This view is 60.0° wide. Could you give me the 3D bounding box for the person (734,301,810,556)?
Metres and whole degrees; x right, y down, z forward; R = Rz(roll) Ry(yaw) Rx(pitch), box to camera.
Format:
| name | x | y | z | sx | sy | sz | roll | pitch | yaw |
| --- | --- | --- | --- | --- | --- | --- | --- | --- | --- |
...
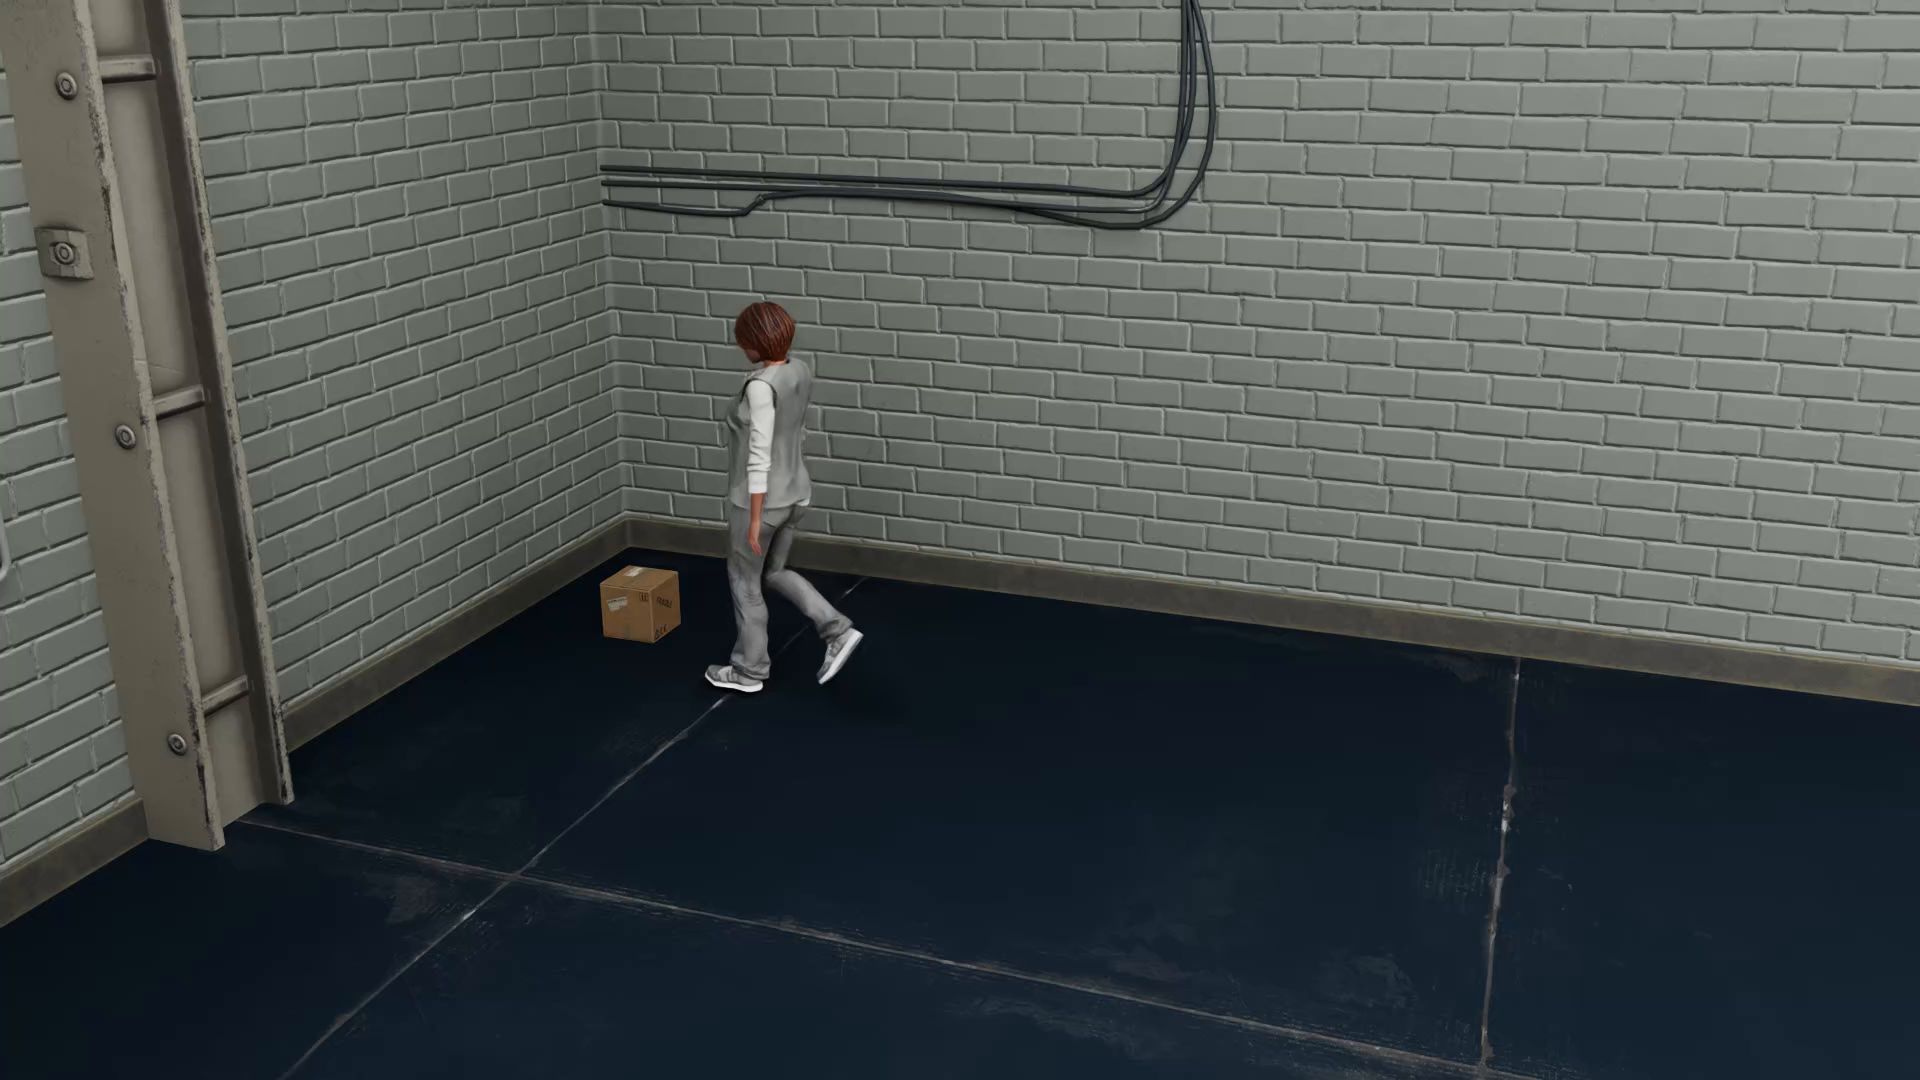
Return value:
| name | x | y | z | sx | sy | sz | roll | pitch | yaw |
| --- | --- | --- | --- | --- | --- | --- | --- | --- | --- |
| person | -0.745 | -0.447 | 6.383 | 0.270 | 0.928 | 0.449 | 10 | 21 | 26 |
